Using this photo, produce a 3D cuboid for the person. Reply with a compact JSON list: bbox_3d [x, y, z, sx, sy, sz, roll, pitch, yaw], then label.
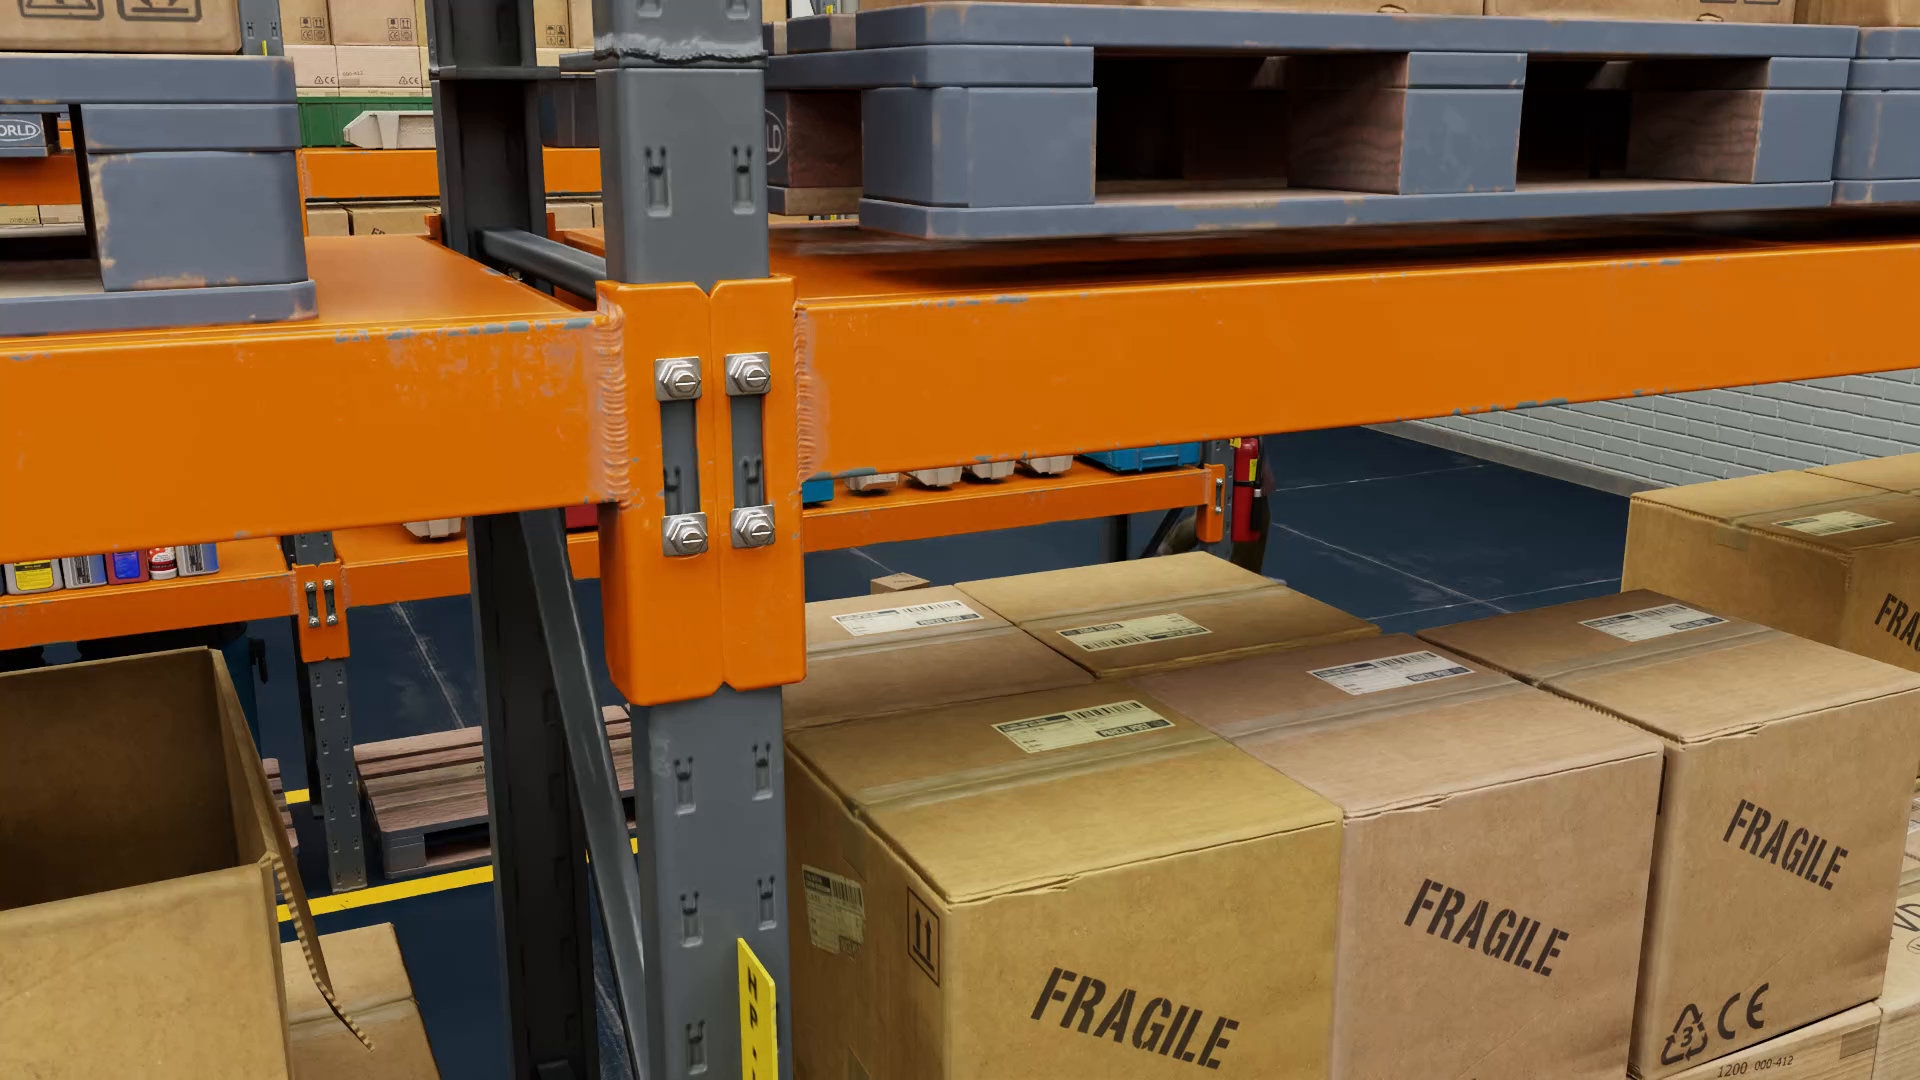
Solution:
[{"bbox_3d":[1.589,-0.510,10.042,0.860,1.752,0.602,-4,15,-13],"label":"person"}]
